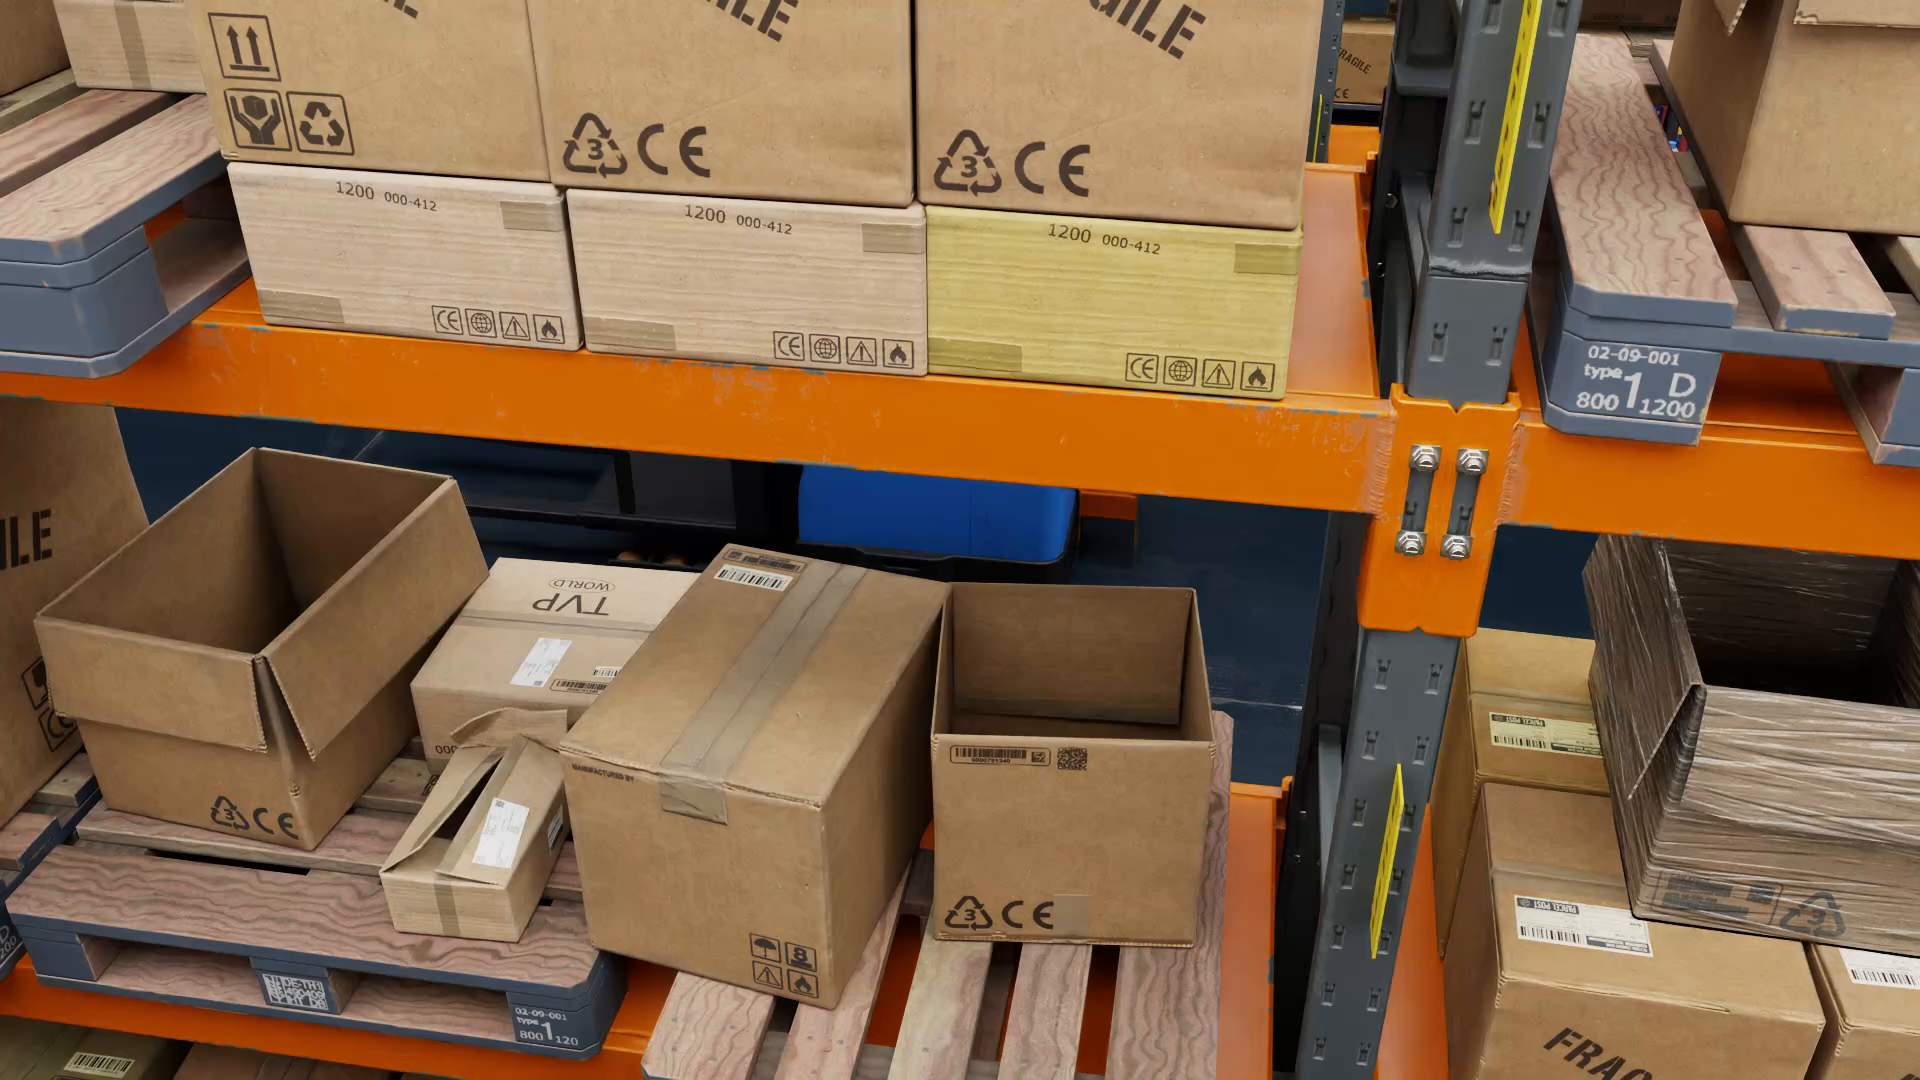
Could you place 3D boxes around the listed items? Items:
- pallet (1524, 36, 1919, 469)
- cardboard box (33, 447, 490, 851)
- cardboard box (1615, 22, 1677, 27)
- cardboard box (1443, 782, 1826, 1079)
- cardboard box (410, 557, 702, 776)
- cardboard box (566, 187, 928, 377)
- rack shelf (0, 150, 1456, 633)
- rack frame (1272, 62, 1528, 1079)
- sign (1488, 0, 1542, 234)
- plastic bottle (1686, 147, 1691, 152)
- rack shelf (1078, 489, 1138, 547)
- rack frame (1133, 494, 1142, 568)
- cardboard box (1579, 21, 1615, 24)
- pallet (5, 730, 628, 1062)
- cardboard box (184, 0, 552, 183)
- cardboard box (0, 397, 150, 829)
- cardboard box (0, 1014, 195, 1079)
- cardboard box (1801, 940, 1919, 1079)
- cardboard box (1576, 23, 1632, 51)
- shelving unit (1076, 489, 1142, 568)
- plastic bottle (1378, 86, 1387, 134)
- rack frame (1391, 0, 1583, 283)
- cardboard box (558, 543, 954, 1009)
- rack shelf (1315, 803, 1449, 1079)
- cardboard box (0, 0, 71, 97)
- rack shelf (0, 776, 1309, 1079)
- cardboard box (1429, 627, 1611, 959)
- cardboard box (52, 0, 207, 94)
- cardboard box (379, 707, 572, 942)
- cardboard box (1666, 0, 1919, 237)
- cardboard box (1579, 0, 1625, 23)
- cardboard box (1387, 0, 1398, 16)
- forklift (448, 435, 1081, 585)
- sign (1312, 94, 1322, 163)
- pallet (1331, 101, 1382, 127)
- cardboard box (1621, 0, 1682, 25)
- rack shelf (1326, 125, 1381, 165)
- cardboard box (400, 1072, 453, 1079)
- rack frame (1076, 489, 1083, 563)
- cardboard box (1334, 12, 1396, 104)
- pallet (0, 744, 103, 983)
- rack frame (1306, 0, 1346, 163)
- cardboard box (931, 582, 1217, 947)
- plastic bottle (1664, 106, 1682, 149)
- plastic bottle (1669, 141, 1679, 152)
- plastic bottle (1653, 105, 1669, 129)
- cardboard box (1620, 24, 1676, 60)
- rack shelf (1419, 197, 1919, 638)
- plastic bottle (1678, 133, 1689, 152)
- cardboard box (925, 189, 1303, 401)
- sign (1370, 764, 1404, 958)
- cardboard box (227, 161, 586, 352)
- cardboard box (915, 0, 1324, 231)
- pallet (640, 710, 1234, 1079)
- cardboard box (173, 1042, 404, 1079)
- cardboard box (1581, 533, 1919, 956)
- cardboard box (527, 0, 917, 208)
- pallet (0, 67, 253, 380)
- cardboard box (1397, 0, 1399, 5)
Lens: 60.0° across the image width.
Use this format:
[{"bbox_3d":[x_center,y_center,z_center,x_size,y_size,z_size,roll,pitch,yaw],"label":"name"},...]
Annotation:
[{"bbox_3d":[1.392,-0.485,2.549,1.003,0.211,1.213,7,33,10],"label":"pallet"},{"bbox_3d":[-1.470,0.204,3.604,0.637,0.503,0.797,8,33,13],"label":"cardboard box"},{"bbox_3d":[4.907,-3.535,12.012,0.500,0.500,0.500,6,32,9],"label":"cardboard box"},{"bbox_3d":[1.182,0.820,3.019,0.500,0.500,0.500,6,33,10],"label":"cardboard box"},{"bbox_3d":[-0.865,0.292,3.702,0.500,0.250,0.500,4,32,7],"label":"cardboard box"},{"bbox_3d":[-0.253,-0.483,2.508,0.500,0.250,0.500,5,32,8],"label":"cardboard box"},{"bbox_3d":[-1.223,-0.469,3.022,4.000,0.370,1.077,5,32,8],"label":"rack shelf"},{"bbox_3d":[0.748,0.676,3.342,0.127,3.000,1.000,5,32,8],"label":"rack frame"},{"bbox_3d":[0.655,-0.531,1.956,0.005,0.325,0.100,5,32,8],"label":"sign"},{"bbox_3d":[3.085,-1.530,6.977,0.133,0.283,0.061,5,32,8],"label":"plastic bottle"},{"bbox_3d":[0.634,-0.143,7.033,0.240,0.259,0.215,5,32,8],"label":"rack shelf"},{"bbox_3d":[0.755,-0.377,6.862,0.008,1.050,0.200,5,32,8],"label":"rack frame"},{"bbox_3d":[4.408,-3.580,12.084,0.500,0.500,0.500,4,32,6],"label":"cardboard box"},{"bbox_3d":[-1.210,0.602,3.641,1.213,0.211,1.003,5,32,8],"label":"pallet"},{"bbox_3d":[-0.757,-0.853,2.394,0.500,0.500,0.500,6,32,9],"label":"cardboard box"},{"bbox_3d":[-2.435,0.031,3.412,1.000,1.000,1.000,5,32,9],"label":"cardboard box"},{"bbox_3d":[-2.126,1.311,4.270,0.500,0.500,0.700,5,32,8],"label":"cardboard box"},{"bbox_3d":[1.690,0.865,2.947,0.500,0.500,0.500,4,32,7],"label":"cardboard box"},{"bbox_3d":[4.345,-3.306,11.646,0.500,0.500,0.500,4,32,7],"label":"cardboard box"},{"bbox_3d":[0.634,-0.388,6.880,0.252,1.050,0.215,5,32,8],"label":"shelving unit"},{"bbox_3d":[2.052,-2.052,7.810,0.133,0.283,0.061,5,32,8],"label":"plastic bottle"},{"bbox_3d":[0.748,-1.866,1.750,0.127,3.000,1.000,5,32,8],"label":"rack frame"},{"bbox_3d":[-0.358,0.431,3.244,0.500,0.500,0.700,10,33,15],"label":"cardboard box"},{"bbox_3d":[2.720,1.160,3.248,4.000,0.370,1.077,5,32,8],"label":"rack shelf"},{"bbox_3d":[-1.819,-0.996,2.694,0.637,0.503,0.797,6,33,10],"label":"cardboard box"},{"bbox_3d":[-1.223,0.803,3.818,4.000,0.370,1.077,5,32,8],"label":"rack shelf"},{"bbox_3d":[1.276,0.549,3.452,0.500,0.500,0.500,6,33,10],"label":"cardboard box"},{"bbox_3d":[-1.330,-0.916,2.883,0.250,0.166,0.380,4,32,7],"label":"cardboard box"},{"bbox_3d":[-0.941,0.548,3.279,0.258,0.266,0.396,4,32,7],"label":"cardboard box"},{"bbox_3d":[1.362,-0.800,2.381,0.637,0.503,0.797,7,33,11],"label":"cardboard box"},{"bbox_3d":[4.445,-3.896,11.882,0.500,0.250,0.500,5,32,7],"label":"cardboard box"},{"bbox_3d":[3.380,-3.670,12.228,0.500,0.500,0.500,6,33,10],"label":"cardboard box"},{"bbox_3d":[-1.002,-1.284,6.540,3.031,2.935,1.130,5,32,8],"label":"forklift"},{"bbox_3d":[1.496,-1.695,6.977,0.005,0.325,0.100,5,32,8],"label":"sign"},{"bbox_3d":[3.148,-3.236,12.221,1.213,0.211,1.003,5,32,8],"label":"pallet"},{"bbox_3d":[4.940,-3.852,11.811,0.500,0.250,0.500,5,32,8],"label":"cardboard box"},{"bbox_3d":[3.553,-1.430,7.386,4.000,0.370,1.077,5,32,8],"label":"rack shelf"},{"bbox_3d":[-1.025,1.410,4.111,0.500,0.500,0.700,8,33,12],"label":"cardboard box"},{"bbox_3d":[0.514,-0.398,6.897,0.008,1.050,0.200,5,32,8],"label":"rack frame"},{"bbox_3d":[2.819,-3.441,11.862,0.500,0.500,0.500,7,33,10],"label":"cardboard box"},{"bbox_3d":[-2.466,0.545,3.733,1.213,0.211,1.003,5,32,8],"label":"pallet"},{"bbox_3d":[1.582,-1.914,7.481,0.127,3.000,1.000,5,32,8],"label":"rack frame"},{"bbox_3d":[0.209,0.429,3.248,0.500,0.500,0.500,1,32,2],"label":"cardboard box"},{"bbox_3d":[3.329,-1.942,7.572,0.185,0.351,0.144,5,32,8],"label":"plastic bottle"},{"bbox_3d":[2.974,-1.545,7.012,0.097,0.271,0.097,0,32,0],"label":"plastic bottle"},{"bbox_3d":[3.179,-1.949,7.647,0.133,0.283,0.061,5,32,8],"label":"plastic bottle"},{"bbox_3d":[4.847,-3.262,11.575,0.500,0.500,0.500,6,32,9],"label":"cardboard box"},{"bbox_3d":[2.720,-0.112,2.452,4.000,0.370,1.077,5,32,8],"label":"rack shelf"},{"bbox_3d":[3.337,-1.858,7.501,0.133,0.283,0.061,5,32,8],"label":"plastic bottle"},{"bbox_3d":[0.238,-0.446,2.449,0.500,0.250,0.500,5,32,8],"label":"cardboard box"},{"bbox_3d":[0.666,0.504,2.601,0.005,0.325,0.100,5,32,8],"label":"sign"},{"bbox_3d":[-0.748,-0.529,2.582,0.500,0.250,0.500,6,33,10],"label":"cardboard box"},{"bbox_3d":[0.236,-0.761,2.246,0.500,0.500,0.500,6,33,9],"label":"cardboard box"},{"bbox_3d":[0.028,0.750,3.406,1.003,0.211,1.213,5,32,8],"label":"pallet"},{"bbox_3d":[-1.575,1.361,4.190,0.500,0.500,0.700,3,32,4],"label":"cardboard box"},{"bbox_3d":[1.466,0.283,2.932,0.637,0.503,0.797,6,33,10],"label":"cardboard box"},{"bbox_3d":[-0.271,-0.801,2.310,0.500,0.500,0.500,5,32,8],"label":"cardboard box"},{"bbox_3d":[-1.581,-0.671,2.844,1.003,0.211,1.213,5,32,8],"label":"pallet"},{"bbox_3d":[3.436,-3.986,12.025,0.500,0.250,0.500,6,33,10],"label":"cardboard box"}]
